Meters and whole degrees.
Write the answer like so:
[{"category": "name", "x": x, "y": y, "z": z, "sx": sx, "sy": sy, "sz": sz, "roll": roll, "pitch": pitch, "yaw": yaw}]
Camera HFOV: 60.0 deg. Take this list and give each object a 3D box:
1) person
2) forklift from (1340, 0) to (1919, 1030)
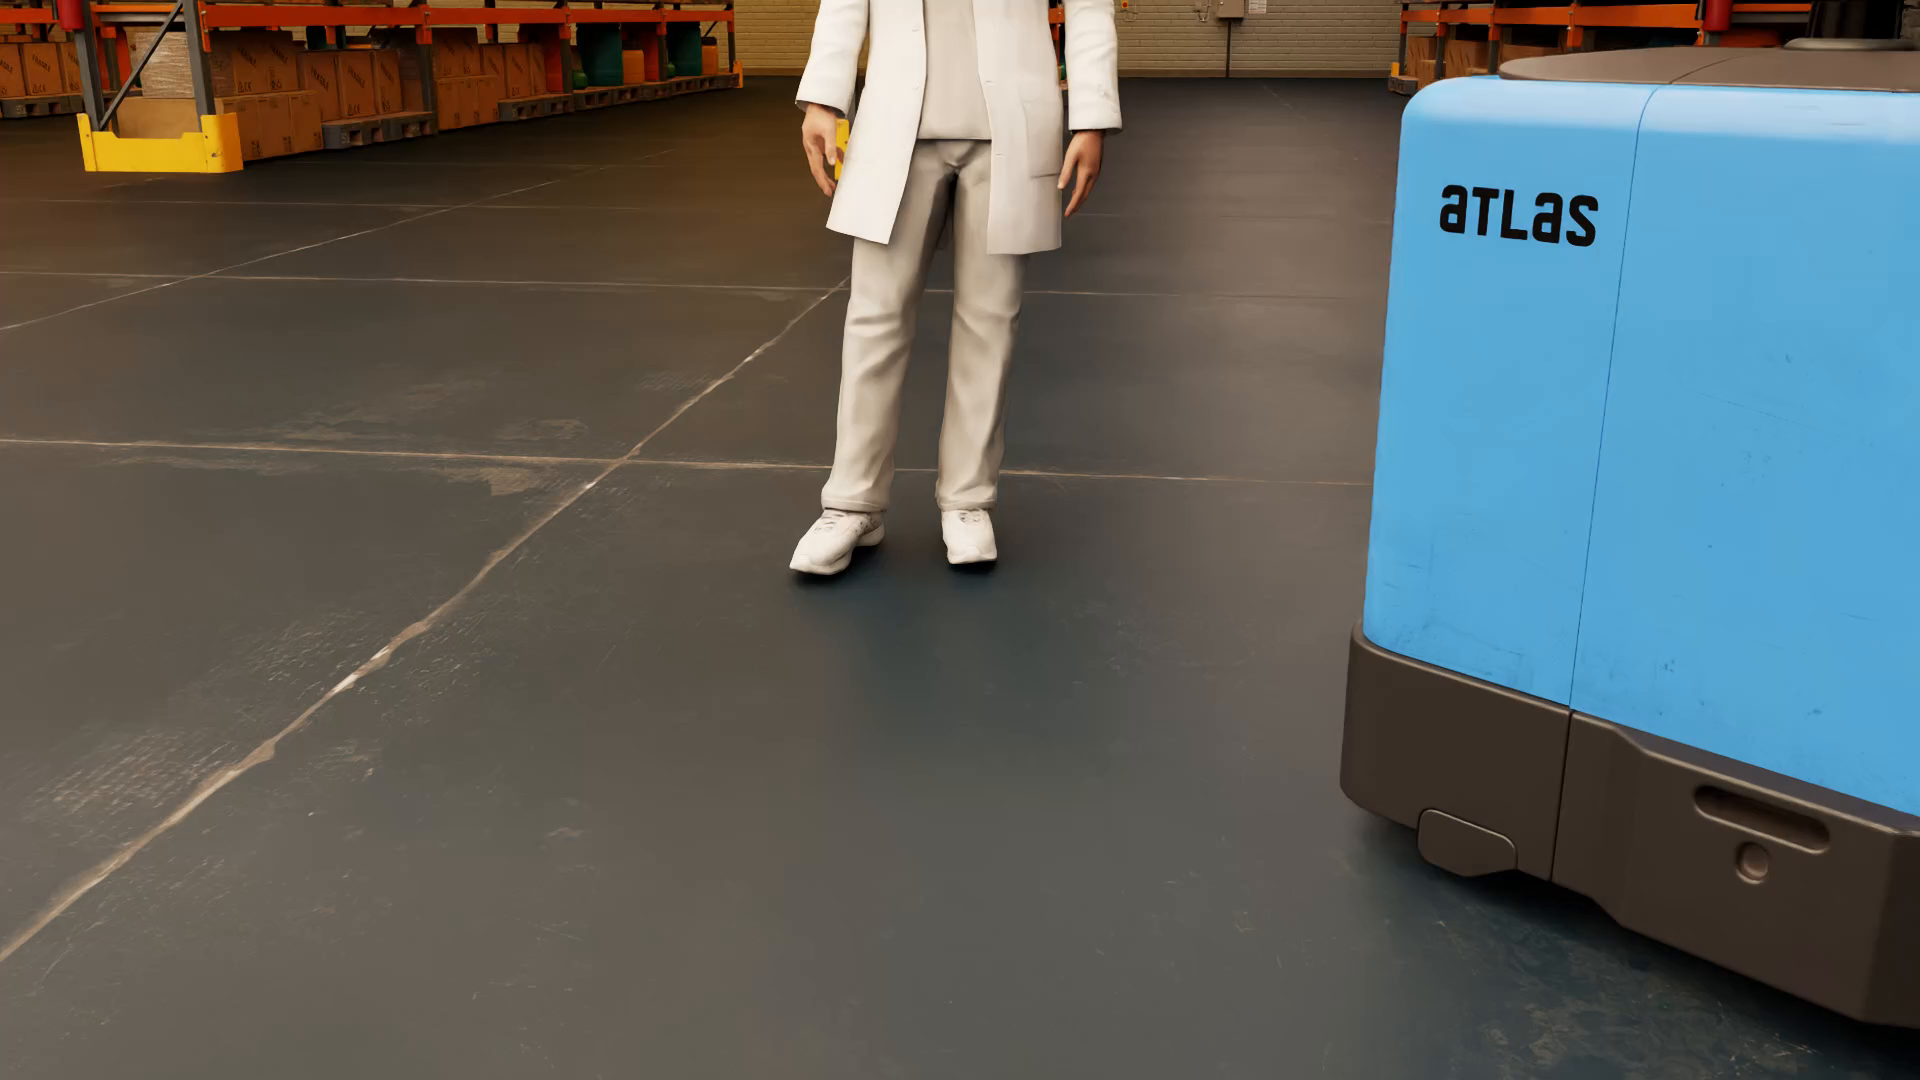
[{"category": "person", "x": -0.015, "y": -0.828, "z": 3.470, "sx": 0.698, "sy": 1.779, "sz": 0.577, "roll": 2, "pitch": 18, "yaw": 7}, {"category": "forklift", "x": 1.925, "y": -0.738, "z": 1.292, "sx": 1.130, "sy": 2.935, "sz": 3.031, "roll": -16, "pitch": 23, "yaw": -40}]
